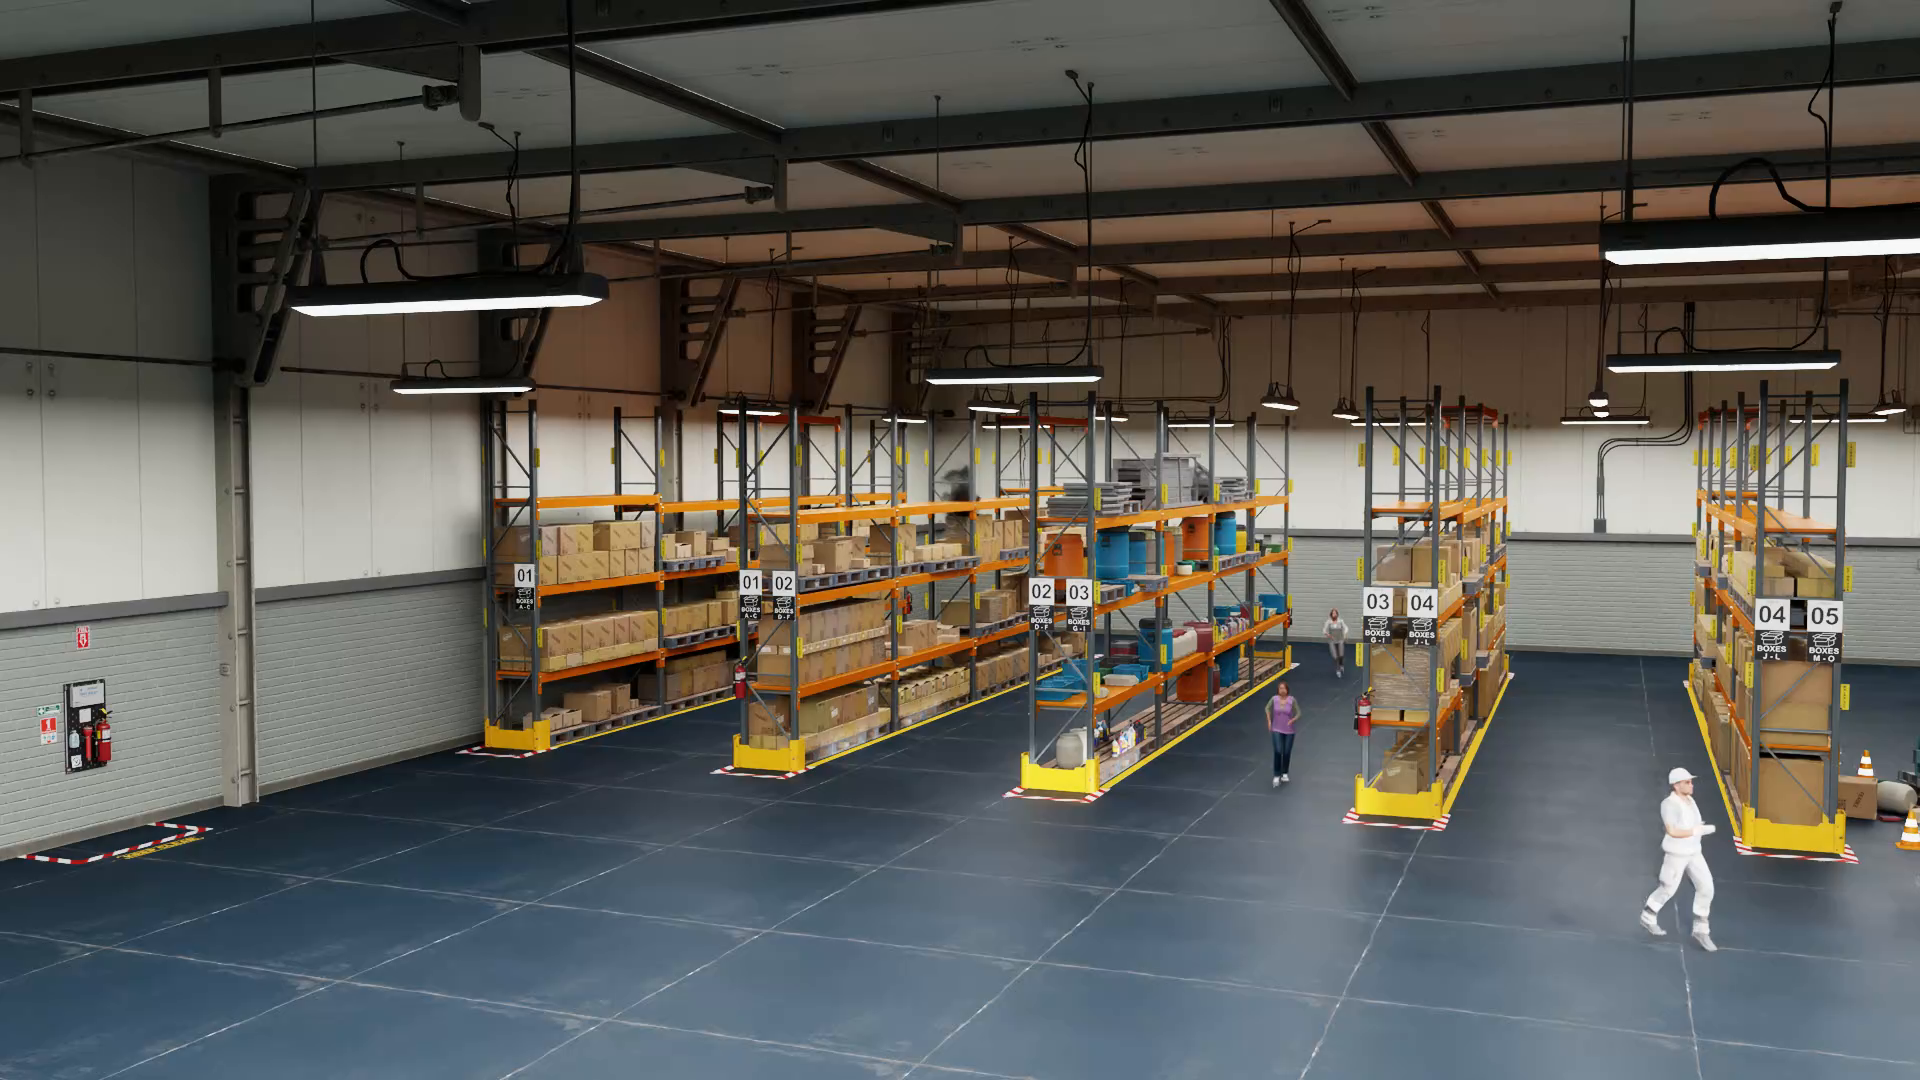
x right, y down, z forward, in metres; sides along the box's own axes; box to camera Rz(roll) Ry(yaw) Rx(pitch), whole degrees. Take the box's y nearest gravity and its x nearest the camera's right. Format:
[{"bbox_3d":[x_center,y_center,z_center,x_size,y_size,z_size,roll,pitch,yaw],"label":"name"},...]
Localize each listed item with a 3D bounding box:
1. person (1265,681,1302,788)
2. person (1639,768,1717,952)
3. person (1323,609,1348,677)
[{"bbox_3d":[4.927,3.003,25.356,0.542,1.531,0.650,1,3,11],"label":"person"},{"bbox_3d":[7.401,3.257,17.079,0.648,1.845,0.799,-2,3,-33],"label":"person"},{"bbox_3d":[8.572,2.353,37.959,0.572,1.555,0.466,0,3,9],"label":"person"}]
